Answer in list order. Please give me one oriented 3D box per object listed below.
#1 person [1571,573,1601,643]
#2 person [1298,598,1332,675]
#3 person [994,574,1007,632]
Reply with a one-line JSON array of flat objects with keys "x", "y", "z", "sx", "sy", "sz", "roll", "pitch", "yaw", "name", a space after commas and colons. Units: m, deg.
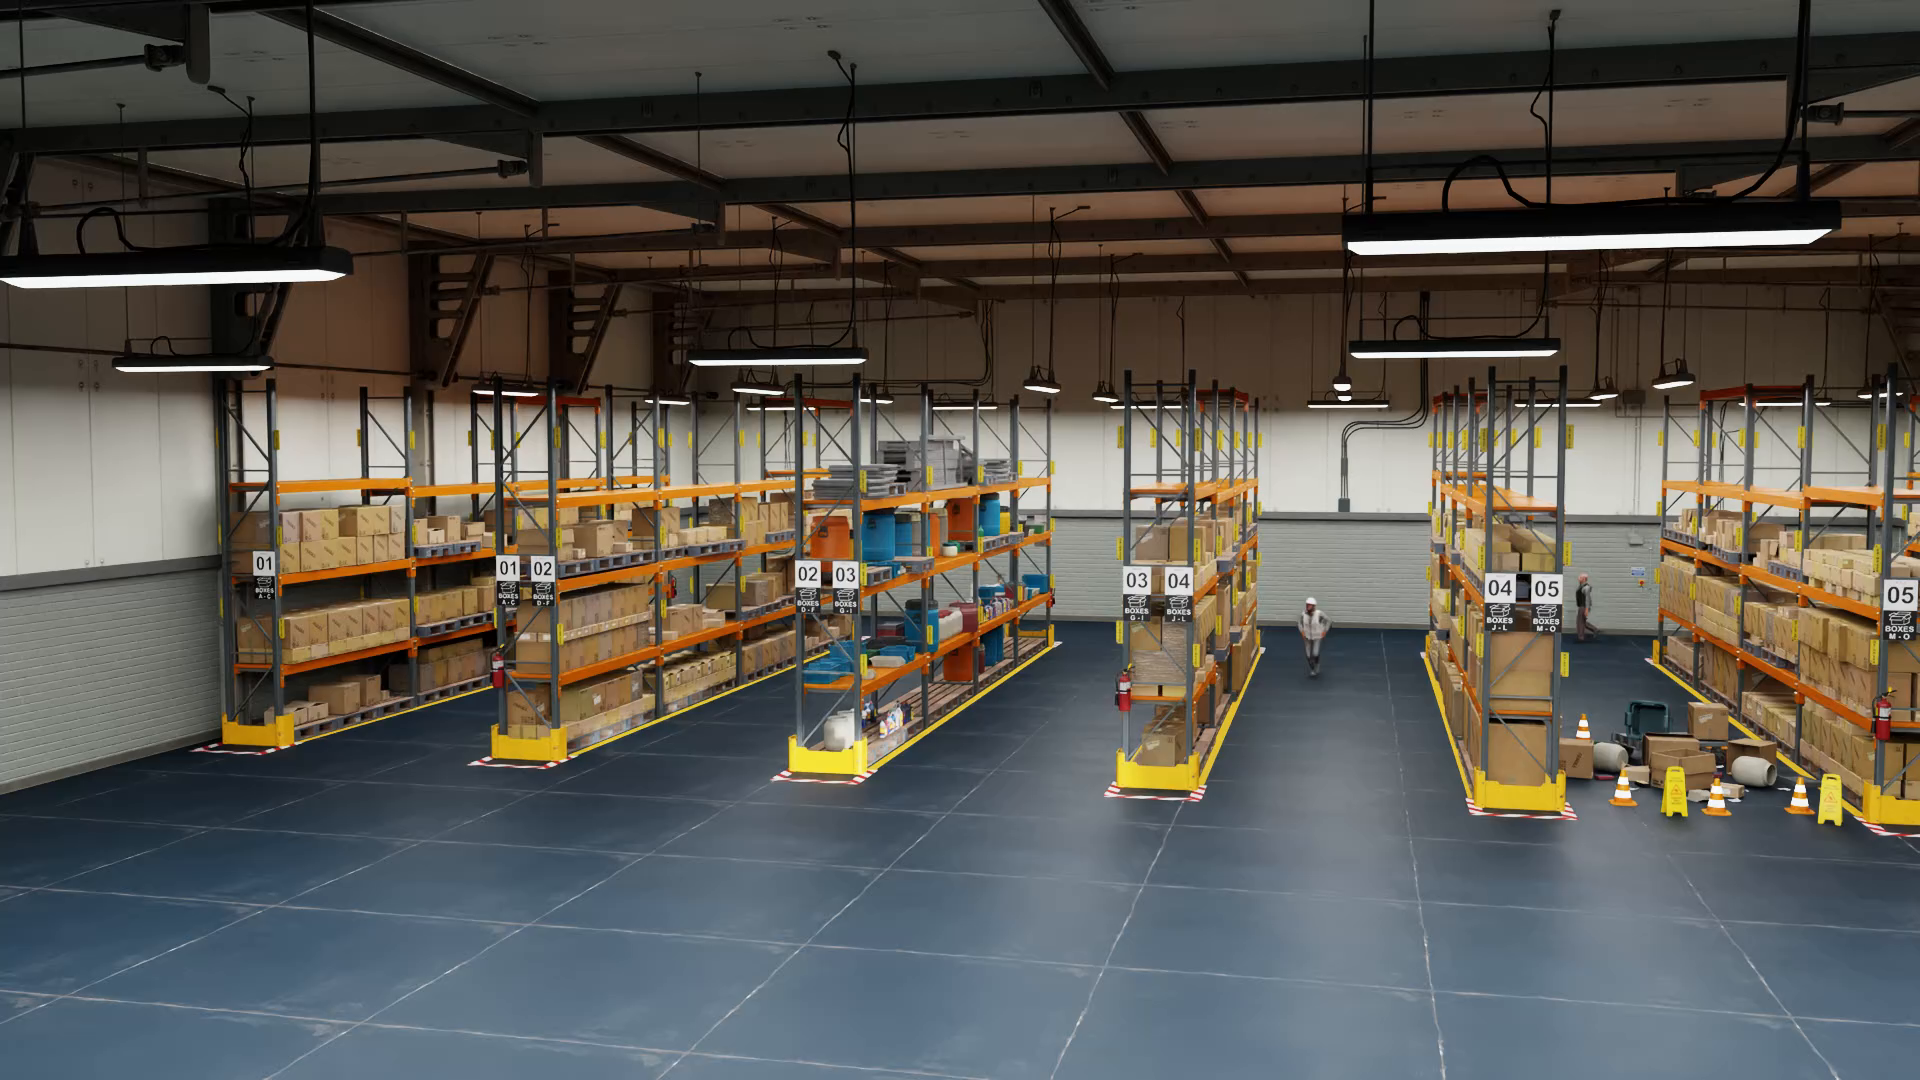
[{"x": 15.485, "y": 1.676, "z": 41.081, "sx": 0.681, "sy": 1.709, "sz": 0.551, "roll": 1, "pitch": 4, "yaw": 20, "name": "person"}, {"x": 7.516, "y": 2.046, "z": 35.241, "sx": 0.708, "sy": 1.685, "sz": 0.708, "roll": 1, "pitch": 4, "yaw": 22, "name": "person"}, {"x": 0.991, "y": 1.651, "z": 42.308, "sx": 1.086, "sy": 1.619, "sz": 0.457, "roll": 2, "pitch": 4, "yaw": 27, "name": "person"}]
